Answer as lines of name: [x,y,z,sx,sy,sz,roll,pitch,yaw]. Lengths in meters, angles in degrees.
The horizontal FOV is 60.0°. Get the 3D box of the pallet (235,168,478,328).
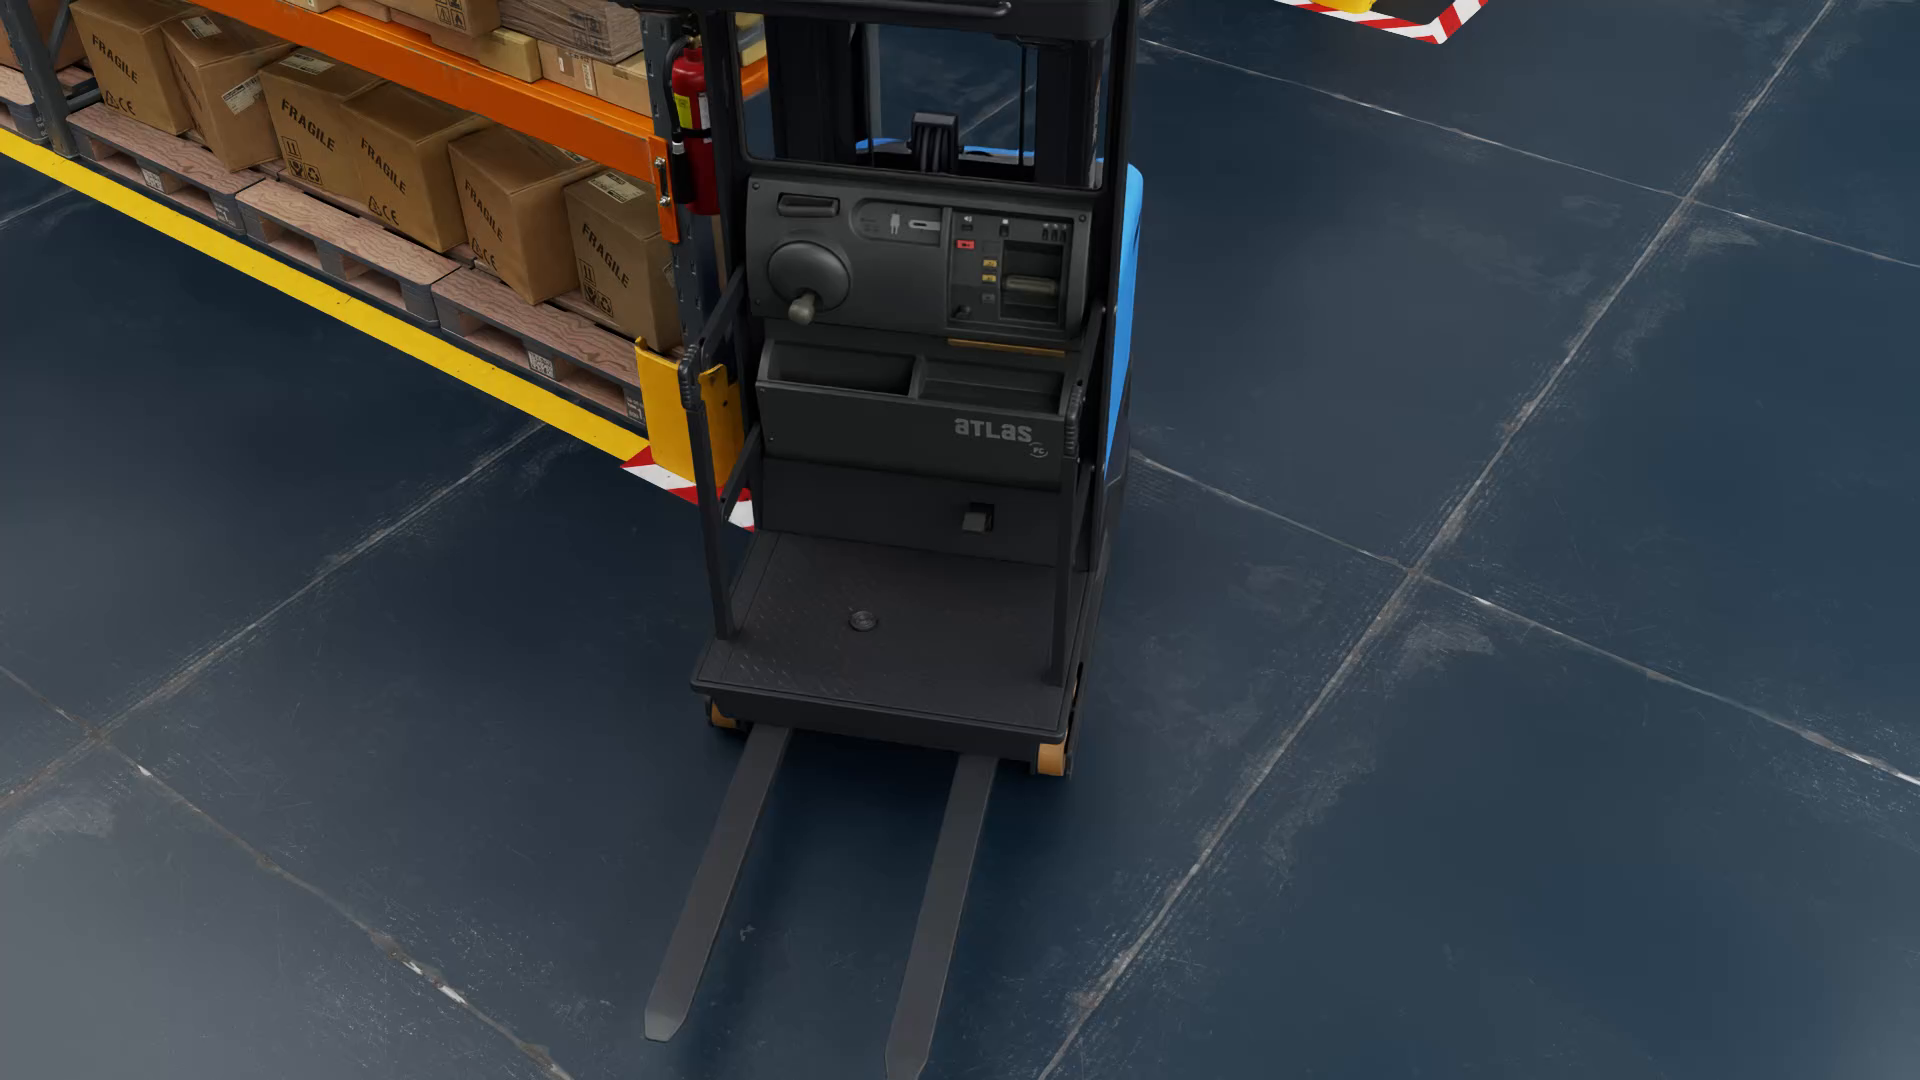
pallet: [-2.317,-1.428,7.187,1.213,0.211,1.003,25,48,25]

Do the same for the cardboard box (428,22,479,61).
cardboard box: [-1.601,-1.811,5.713,0.250,0.149,0.380,25,48,25]

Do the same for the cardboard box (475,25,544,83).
cardboard box: [-1.406,-1.707,5.596,0.250,0.149,0.380,25,48,25]

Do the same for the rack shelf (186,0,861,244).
rack shelf: [-2.253,-2.138,6.429,4.000,0.370,1.077,25,48,25]

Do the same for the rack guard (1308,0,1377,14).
rack guard: [2.335,-3.369,9.140,0.348,0.500,1.175,25,48,25]

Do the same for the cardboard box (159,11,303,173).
cardboard box: [-3.112,-2.006,7.303,0.500,0.500,0.500,-26,48,-26]

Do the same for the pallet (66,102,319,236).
pallet: [-3.320,-1.895,7.709,1.213,0.211,1.003,25,48,25]

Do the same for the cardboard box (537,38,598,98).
cardboard box: [-1.171,-1.639,5.521,0.250,0.149,0.380,25,48,25]

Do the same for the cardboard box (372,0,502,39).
cardboard box: [-1.528,-2.140,5.594,0.500,0.500,0.875,25,48,25]

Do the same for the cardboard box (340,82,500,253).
cardboard box: [-2.128,-1.574,6.819,0.500,0.500,0.500,30,50,29]

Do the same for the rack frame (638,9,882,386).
rack frame: [-0.615,-1.640,5.333,0.127,3.000,1.000,25,48,25]

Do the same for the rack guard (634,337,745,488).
rack guard: [-0.677,-0.738,6.199,0.348,0.500,1.175,25,48,25]

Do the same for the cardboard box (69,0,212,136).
cardboard box: [-3.586,-2.222,7.543,0.500,0.500,0.500,24,47,24]

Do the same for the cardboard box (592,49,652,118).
cardboard box: [-0.967,-1.543,5.413,0.250,0.149,0.380,25,48,25]

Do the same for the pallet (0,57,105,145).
pallet: [-4.528,-2.430,8.307,1.213,0.211,1.003,25,48,25]

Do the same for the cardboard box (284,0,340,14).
cardboard box: [-2.255,-2.060,5.991,0.250,0.149,0.380,25,48,25]

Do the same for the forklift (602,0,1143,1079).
forklift: [-0.156,-0.659,4.289,1.130,2.935,3.031,7,42,8]

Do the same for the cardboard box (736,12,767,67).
cardboard box: [-0.712,-1.786,5.685,0.250,0.149,0.380,25,48,25]

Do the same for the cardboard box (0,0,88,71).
cardboard box: [-4.380,-2.651,8.008,0.500,0.500,0.700,22,46,22]

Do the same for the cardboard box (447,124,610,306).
cardboard box: [-1.626,-1.323,6.539,0.500,0.500,0.500,-29,49,-28]

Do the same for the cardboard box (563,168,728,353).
cardboard box: [-1.117,-1.113,6.304,0.500,0.500,0.500,-33,51,-31]

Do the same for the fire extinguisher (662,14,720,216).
fire extinguisher: [-0.786,-1.316,5.029,0.183,0.674,0.296,25,48,25]

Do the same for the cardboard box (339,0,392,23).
cardboard box: [-2.000,-2.013,5.938,0.250,0.149,0.380,25,48,25]

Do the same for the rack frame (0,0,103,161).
rack frame: [-3.890,-3.172,7.045,0.127,3.000,1.000,25,48,25]

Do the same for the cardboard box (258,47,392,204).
cardboard box: [-2.559,-1.812,7.085,0.500,0.500,0.500,21,46,22]

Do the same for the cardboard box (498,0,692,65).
cardboard box: [-1.050,-2.014,5.453,0.500,0.500,0.875,25,48,25]

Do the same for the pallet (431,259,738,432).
pallet: [-1.322,-0.960,6.665,1.213,0.211,1.003,25,48,25]

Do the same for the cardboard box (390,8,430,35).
cardboard box: [-1.782,-1.929,5.845,0.250,0.149,0.380,25,48,25]
